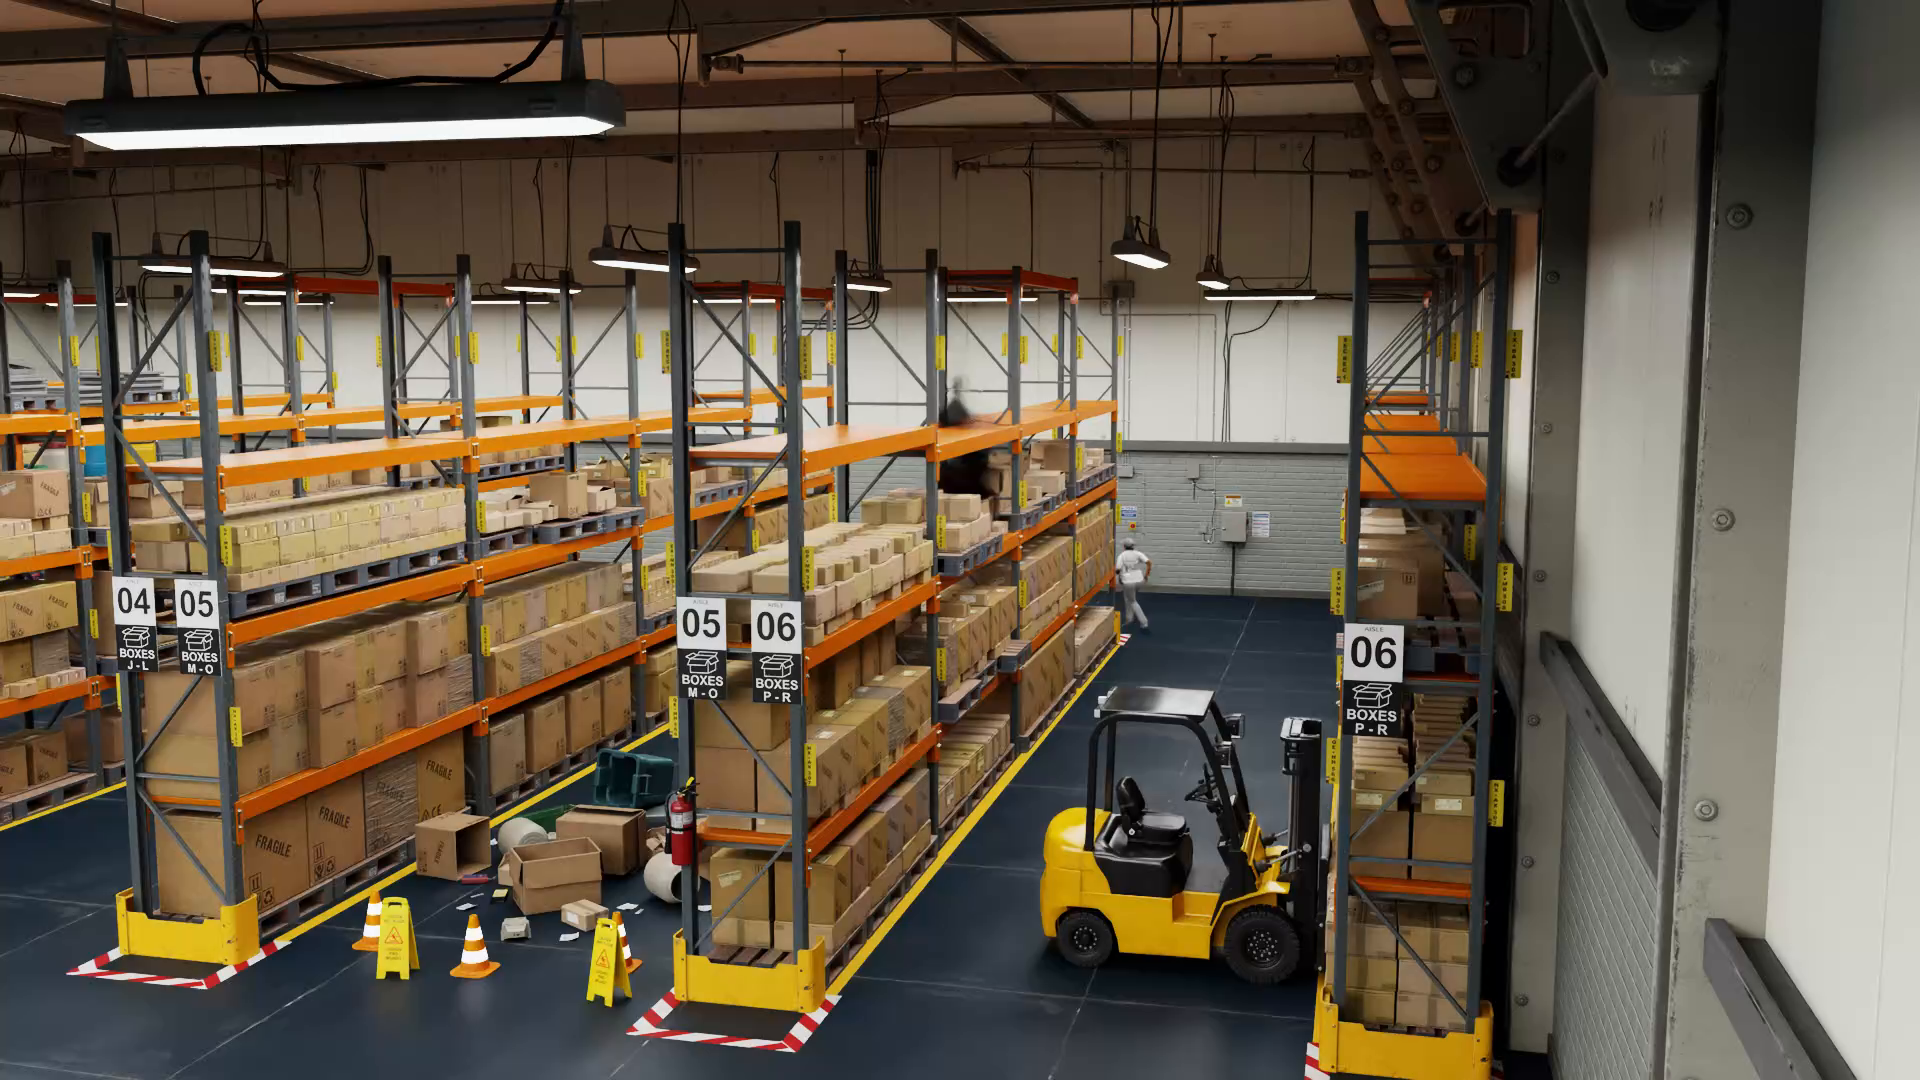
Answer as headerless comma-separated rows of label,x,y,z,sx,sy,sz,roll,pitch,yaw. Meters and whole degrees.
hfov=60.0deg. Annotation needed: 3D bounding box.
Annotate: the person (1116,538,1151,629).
person,2.992,0.755,29.272,0.604,1.614,0.718,-4,8,-32
